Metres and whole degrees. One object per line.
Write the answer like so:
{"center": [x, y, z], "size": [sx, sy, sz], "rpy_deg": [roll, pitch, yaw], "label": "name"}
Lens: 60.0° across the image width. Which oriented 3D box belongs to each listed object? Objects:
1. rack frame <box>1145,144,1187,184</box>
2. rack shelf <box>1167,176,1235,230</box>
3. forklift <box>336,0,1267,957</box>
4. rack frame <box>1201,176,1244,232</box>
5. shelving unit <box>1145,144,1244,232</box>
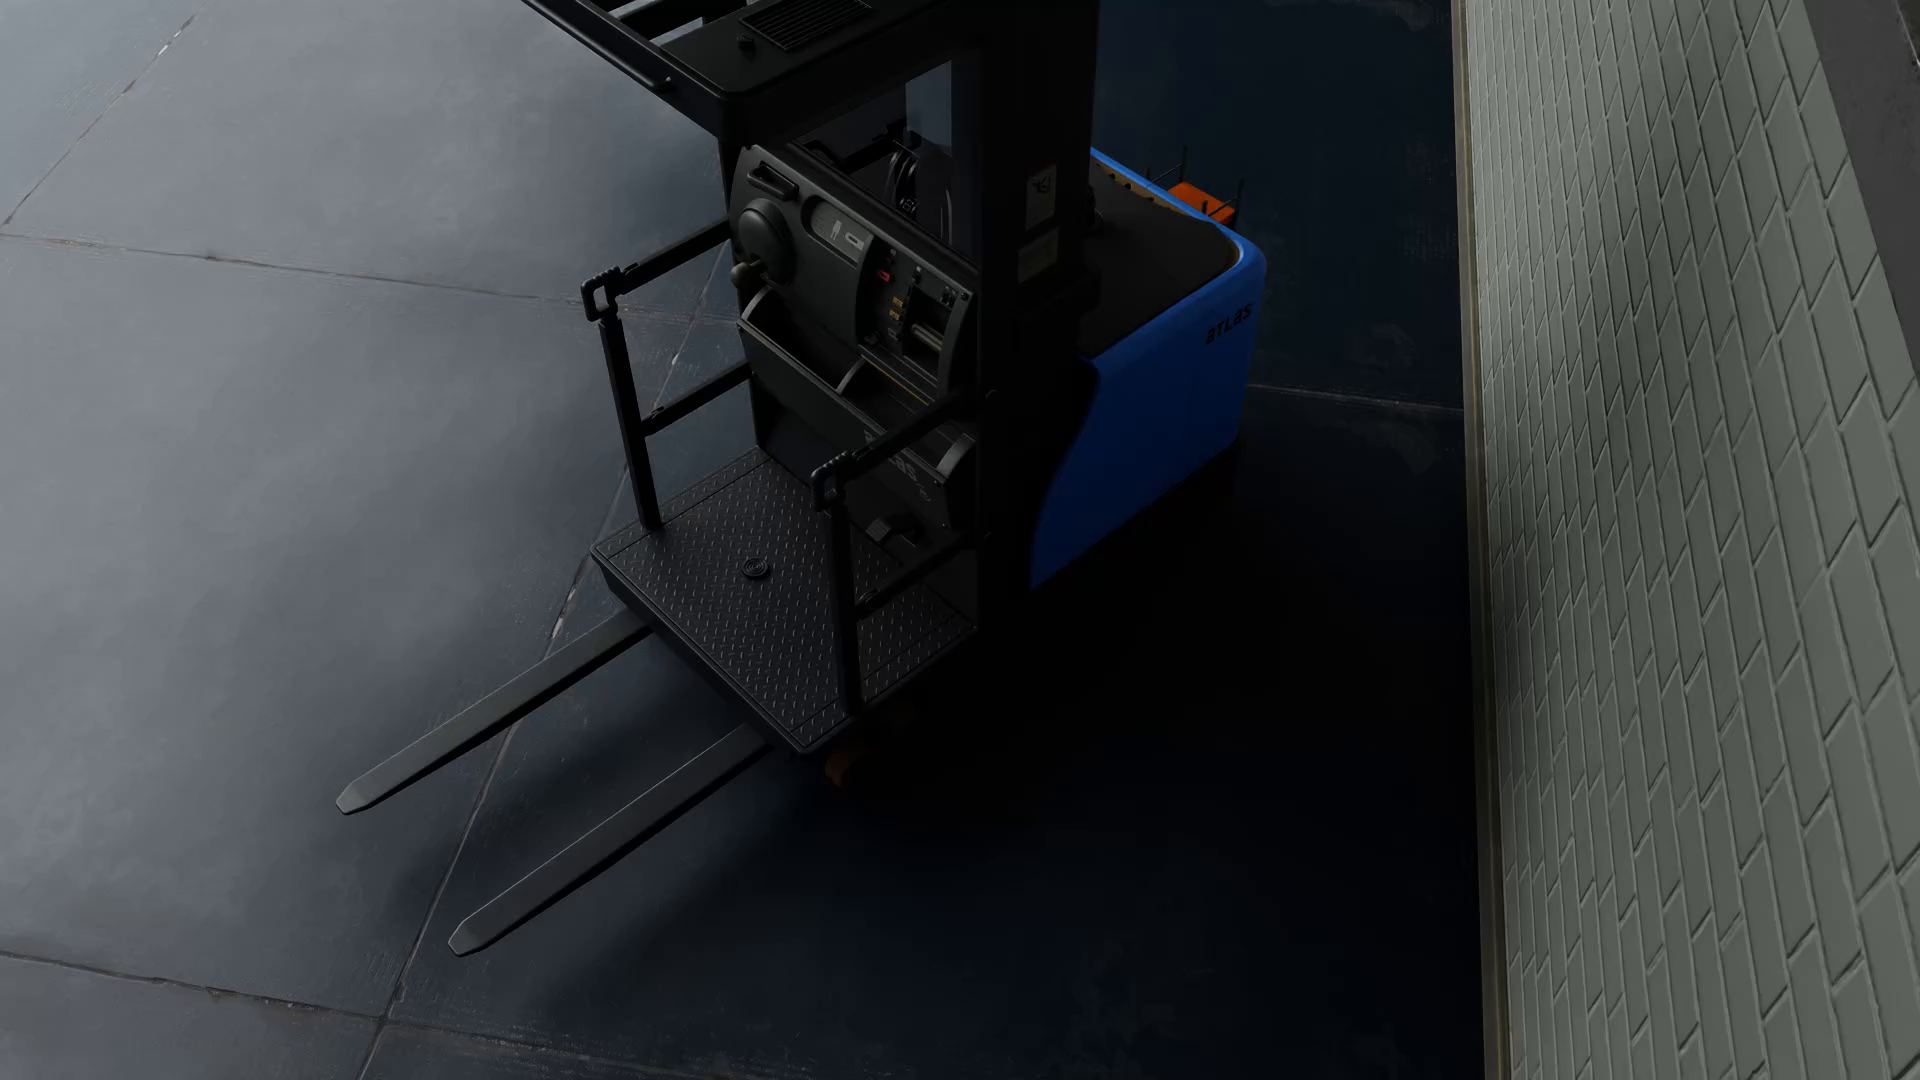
{"center": [0.680, -0.909, 5.861], "size": [0.200, 1.050, 0.008], "rpy_deg": [-35, 57, -28], "label": "rack frame"}
{"center": [0.764, -1.026, 5.599], "size": [0.215, 0.259, 0.240], "rpy_deg": [-35, 57, -28], "label": "rack shelf"}
{"center": [-0.460, -0.662, 4.374], "size": [3.031, 2.935, 1.130], "rpy_deg": [-35, 57, -27], "label": "forklift"}
{"center": [0.849, -0.778, 5.743], "size": [0.200, 1.050, 0.008], "rpy_deg": [-35, 57, -28], "label": "rack frame"}
{"center": [0.764, -0.844, 5.802], "size": [0.215, 1.050, 0.252], "rpy_deg": [-35, 57, -28], "label": "shelving unit"}
